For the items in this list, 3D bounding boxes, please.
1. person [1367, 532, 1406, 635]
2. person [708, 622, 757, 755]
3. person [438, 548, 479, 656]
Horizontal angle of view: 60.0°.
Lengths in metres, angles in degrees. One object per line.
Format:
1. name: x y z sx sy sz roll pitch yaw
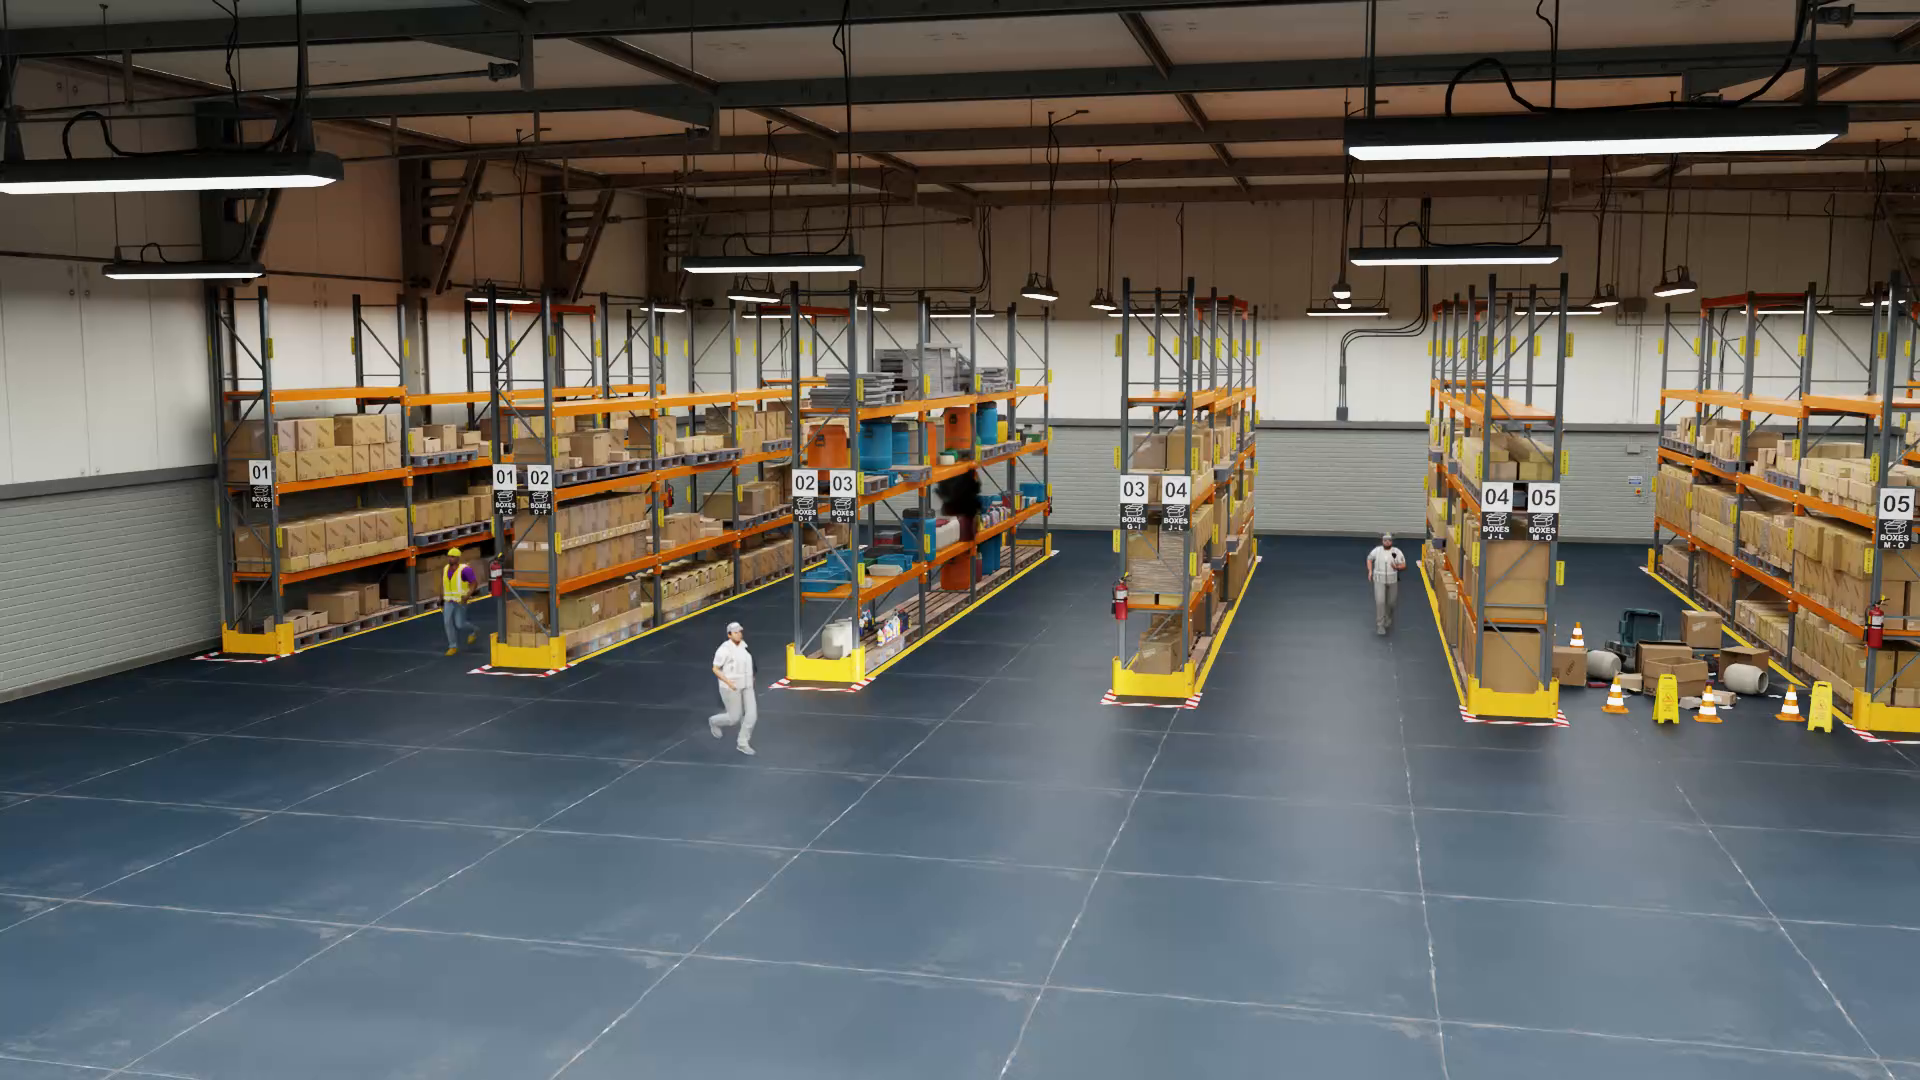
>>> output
1. person: 7.533 0.726 29.394 0.662 1.768 0.989 1 7 10
2. person: -2.813 1.834 20.753 0.694 1.639 0.616 6 9 41
3. person: -8.298 0.999 27.501 0.706 1.754 0.782 2 7 15
